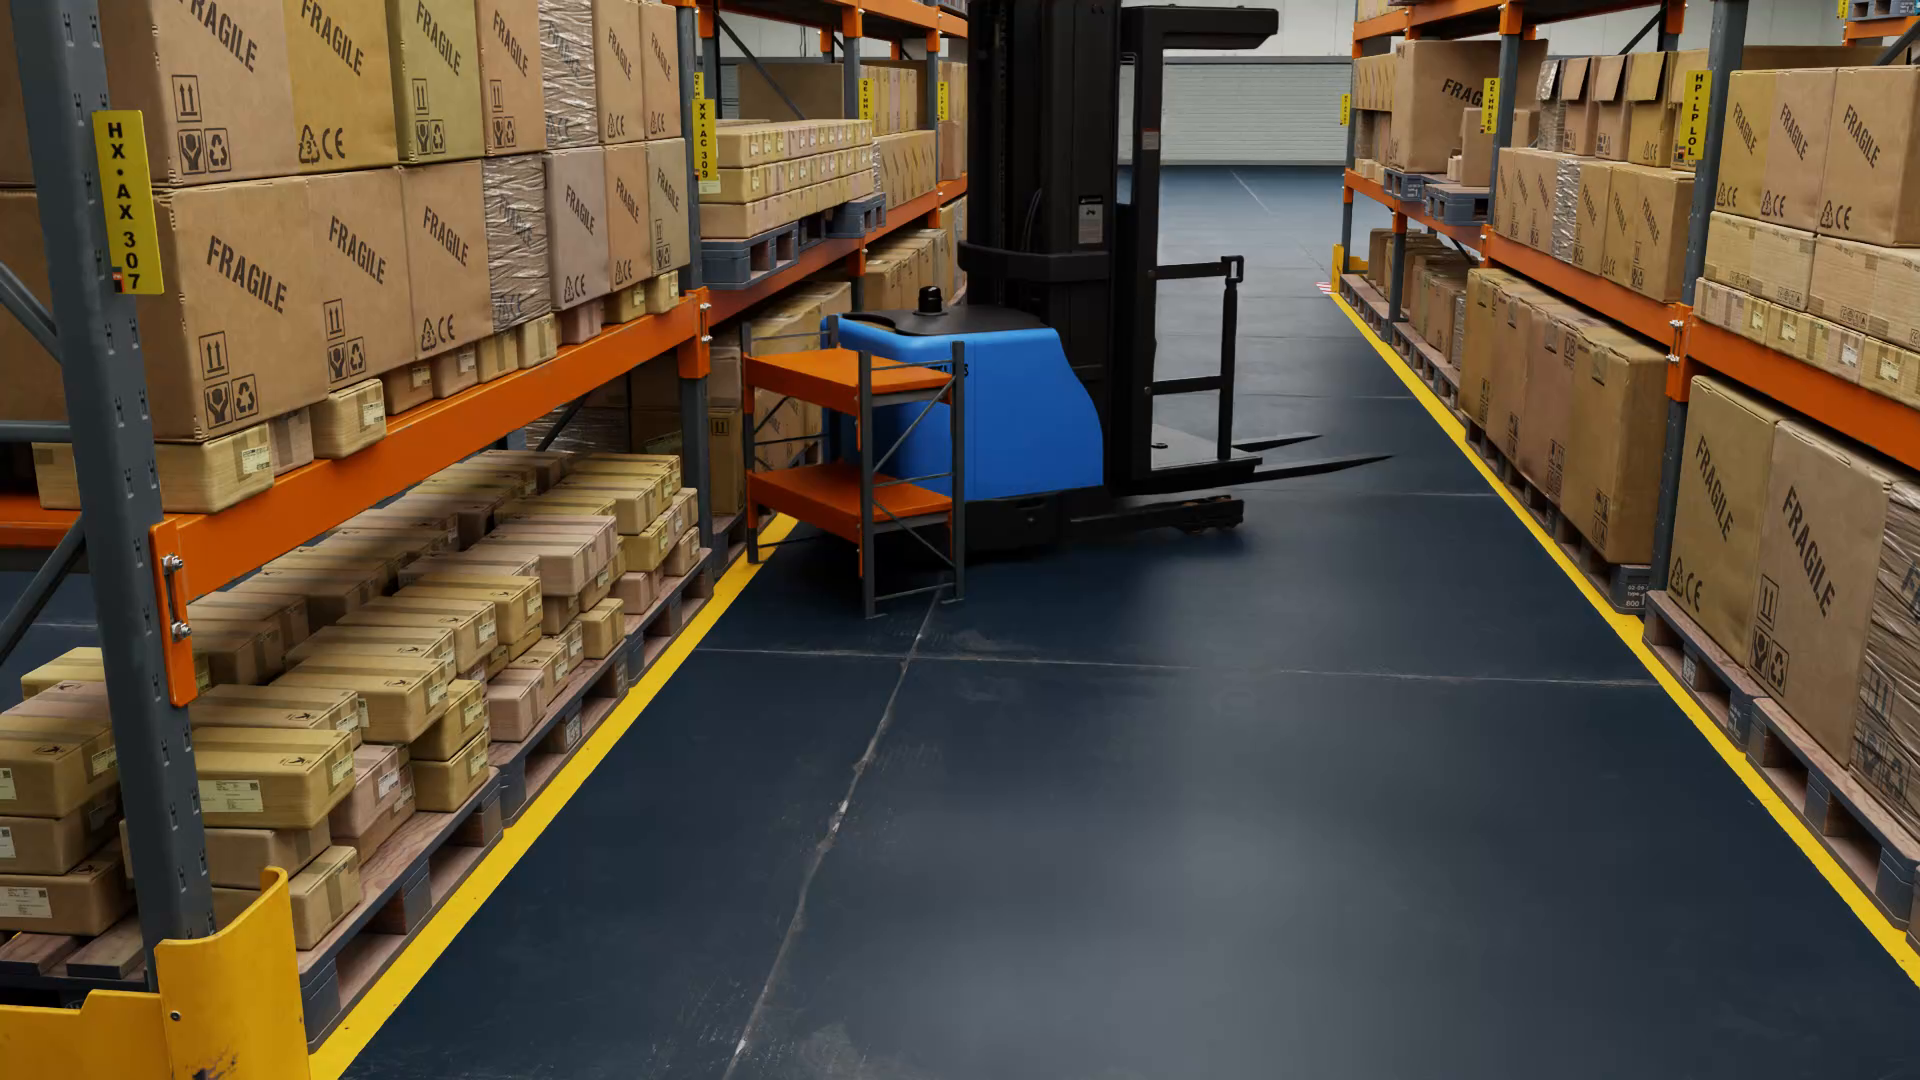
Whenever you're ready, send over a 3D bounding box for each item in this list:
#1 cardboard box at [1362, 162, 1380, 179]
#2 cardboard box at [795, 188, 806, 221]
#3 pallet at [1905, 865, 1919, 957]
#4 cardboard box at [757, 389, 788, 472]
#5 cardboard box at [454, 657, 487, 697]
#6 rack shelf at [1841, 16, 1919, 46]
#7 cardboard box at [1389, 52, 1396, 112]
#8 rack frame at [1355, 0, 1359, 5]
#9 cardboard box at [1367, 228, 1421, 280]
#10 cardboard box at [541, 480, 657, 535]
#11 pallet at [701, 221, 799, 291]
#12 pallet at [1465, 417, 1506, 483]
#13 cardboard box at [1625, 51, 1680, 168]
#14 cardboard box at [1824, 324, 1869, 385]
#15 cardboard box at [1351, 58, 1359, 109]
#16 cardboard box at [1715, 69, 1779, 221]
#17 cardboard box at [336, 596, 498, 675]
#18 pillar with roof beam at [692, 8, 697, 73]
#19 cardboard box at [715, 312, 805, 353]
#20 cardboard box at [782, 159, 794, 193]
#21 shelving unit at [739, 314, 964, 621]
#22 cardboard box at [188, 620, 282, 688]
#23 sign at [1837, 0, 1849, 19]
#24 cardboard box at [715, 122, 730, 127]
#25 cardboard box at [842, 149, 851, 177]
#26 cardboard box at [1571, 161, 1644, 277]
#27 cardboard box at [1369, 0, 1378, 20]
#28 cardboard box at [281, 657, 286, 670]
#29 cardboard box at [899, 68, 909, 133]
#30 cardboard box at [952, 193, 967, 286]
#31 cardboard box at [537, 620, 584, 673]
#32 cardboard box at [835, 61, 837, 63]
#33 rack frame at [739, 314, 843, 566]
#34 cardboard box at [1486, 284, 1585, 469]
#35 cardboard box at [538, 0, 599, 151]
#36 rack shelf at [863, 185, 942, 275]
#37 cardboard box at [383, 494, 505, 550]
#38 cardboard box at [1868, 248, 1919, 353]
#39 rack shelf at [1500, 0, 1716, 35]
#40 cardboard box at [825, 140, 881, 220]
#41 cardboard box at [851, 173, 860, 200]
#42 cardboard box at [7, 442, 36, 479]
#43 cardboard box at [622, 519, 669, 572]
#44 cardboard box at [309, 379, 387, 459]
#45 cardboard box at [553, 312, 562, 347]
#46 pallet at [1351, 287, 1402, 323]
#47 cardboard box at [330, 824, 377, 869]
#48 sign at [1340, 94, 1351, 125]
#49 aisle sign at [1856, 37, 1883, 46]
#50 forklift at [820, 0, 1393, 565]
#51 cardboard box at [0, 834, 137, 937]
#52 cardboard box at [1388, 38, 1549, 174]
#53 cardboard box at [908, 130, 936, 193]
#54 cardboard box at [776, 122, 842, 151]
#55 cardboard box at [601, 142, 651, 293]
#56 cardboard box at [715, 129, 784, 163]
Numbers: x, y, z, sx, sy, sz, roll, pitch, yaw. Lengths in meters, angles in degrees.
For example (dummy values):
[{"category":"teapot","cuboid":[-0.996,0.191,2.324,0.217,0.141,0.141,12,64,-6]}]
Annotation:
[{"category":"cardboard box","cuboid":[4.141,-3.610,16.246,0.380,0.149,0.250,2,15,6]},{"category":"cardboard box","cuboid":[-0.979,-1.682,8.313,0.380,0.149,0.250,1,15,4]},{"category":"pallet","cuboid":[2.883,1.102,3.682,1.003,0.211,1.213,2,15,6]},{"category":"cardboard box","cuboid":[-1.191,-0.561,8.475,0.500,0.500,0.500,2,15,9]},{"category":"cardboard box","cuboid":[-1.634,0.425,4.933,0.380,0.149,0.250,1,15,4]},{"category":"rack shelf","cuboid":[9.371,-4.620,15.134,1.077,0.370,4.000,2,15,6]},{"category":"cardboard box","cuboid":[4.001,-3.946,14.332,0.500,0.500,0.500,2,15,6]},{"category":"rack frame","cuboid":[4.676,-7.080,17.106,1.000,3.000,0.127,2,15,6]},{"category":"cardboard box","cuboid":[4.588,-3.019,17.563,0.500,0.500,0.500,5,16,17]},{"category":"cardboard box","cuboid":[-1.387,-0.126,6.397,0.380,0.149,0.250,2,15,6]},{"category":"pallet","cuboid":[-1.365,-1.345,7.759,1.003,0.211,1.213,2,15,6]},{"category":"pallet","cuboid":[3.609,-0.561,9.832,1.003,0.211,1.213,2,15,6]},{"category":"cardboard box","cuboid":[3.474,-1.948,7.506,0.797,0.503,0.637,2,15,7]},{"category":"cardboard box","cuboid":[2.812,-0.547,4.921,0.380,0.149,0.250,2,15,7]},{"category":"cardboard box","cuboid":[4.343,-4.724,17.209,0.500,0.500,0.500,2,15,6]},{"category":"cardboard box","cuboid":[3.013,-1.388,5.830,0.500,0.500,0.500,2,15,6]},{"category":"cardboard box","cuboid":[-1.596,0.279,4.902,0.380,0.149,0.250,2,15,8]},{"category":"pillar with roof beam","cuboid":[-3.415,-15.017,46.459,9.100,9.000,0.400,2,15,6]},{"category":"cardboard box","cuboid":[-1.130,-1.056,8.870,0.500,0.250,0.500,2,15,8]},{"category":"cardboard box","cuboid":[-1.009,-1.759,8.029,0.380,0.149,0.250,1,15,4]},{"category":"shelving unit","cuboid":[-0.486,-0.356,7.324,0.538,1.125,1.048,-10,18,-34]},{"category":"cardboard box","cuboid":[-2.158,0.335,4.693,0.380,0.149,0.250,1,15,4]},{"category":"sign","cuboid":[9.051,-5.508,17.021,0.100,0.325,0.005,2,15,6]},{"category":"cardboard box","cuboid":[-1.508,-2.264,9.325,0.380,0.149,0.250,2,15,9]},{"category":"cardboard box","cuboid":[-0.832,-2.163,9.520,0.380,0.149,0.250,2,15,6]},{"category":"cardboard box","cuboid":[3.218,-1.513,7.820,0.500,0.500,0.500,2,15,6]},{"category":"cardboard box","cuboid":[4.252,-5.180,16.113,0.500,0.250,0.500,2,15,6]},{"category":"cardboard box","cuboid":[-2.168,0.408,4.992,0.380,0.149,0.250,2,15,7]},{"category":"cardboard box","cuboid":[-0.799,-3.587,13.576,0.700,0.500,0.500,1,15,5]},{"category":"cardboard box","cuboid":[-0.349,-3.127,17.247,0.875,0.875,0.875,1,15,5]},{"category":"cardboard box","cuboid":[-1.514,0.375,5.685,0.380,0.149,0.250,2,15,7]},{"category":"cardboard box","cuboid":[-0.670,-4.153,15.419,0.875,0.550,0.550,2,15,6]},{"category":"rack frame","cuboid":[-0.778,-0.465,7.726,0.500,1.125,0.032,-10,18,-34]},{"category":"cardboard box","cuboid":[3.566,-0.877,8.924,1.225,0.875,0.875,2,15,6]},{"category":"cardboard box","cuboid":[-1.505,-1.522,5.368,0.500,0.500,0.500,2,15,8]},{"category":"rack shelf","cuboid":[-0.918,-2.453,12.865,1.077,0.370,4.000,2,15,6]},{"category":"cardboard box","cuboid":[-1.917,-0.069,6.190,0.380,0.149,0.250,1,15,5]},{"category":"cardboard box","cuboid":[2.831,-0.638,4.492,0.500,0.250,0.500,2,15,6]},{"category":"rack shelf","cuboid":[3.547,-2.691,8.000,1.077,0.370,4.000,2,15,6]},{"category":"cardboard box","cuboid":[-0.825,-2.438,11.241,0.500,0.500,0.500,2,15,7]},{"category":"cardboard box","cuboid":[-0.801,-2.090,9.823,0.380,0.149,0.250,2,15,7]},{"category":"cardboard box","cuboid":[-2.225,-0.242,3.790,0.380,0.149,0.250,2,15,6]},{"category":"cardboard box","cuboid":[-1.346,0.017,6.438,0.380,0.149,0.250,1,15,4]},{"category":"cardboard box","cuboid":[-1.613,-0.295,3.988,0.380,0.149,0.250,1,15,5]},{"category":"cardboard box","cuboid":[-1.542,-0.702,5.494,0.380,0.149,0.250,1,15,5]},{"category":"pallet","cuboid":[4.400,-2.293,16.238,1.003,0.211,1.213,2,15,6]},{"category":"cardboard box","cuboid":[-1.721,0.770,4.225,0.380,0.149,0.250,2,15,6]},{"category":"sign","cuboid":[4.136,-4.618,17.835,0.100,0.325,0.005,2,15,6]},{"category":"aisle sign","cuboid":[9.314,-5.320,17.111,0.394,0.787,0.004,2,15,6]},{"category":"forklift","cuboid":[0.849,-1.551,8.284,3.031,2.935,1.130,-8,17,-26]},{"category":"cardboard box","cuboid":[-2.195,0.824,4.025,0.380,0.149,0.250,2,15,7]},{"category":"cardboard box","cuboid":[3.995,-3.437,13.172,1.000,1.000,1.000,2,15,7]},{"category":"cardboard box","cuboid":[-0.486,-3.224,14.147,0.500,0.500,0.500,2,15,6]},{"category":"cardboard box","cuboid":[-0.863,-2.245,9.254,0.380,0.149,0.250,2,15,6]},{"category":"cardboard box","cuboid":[-1.429,-1.167,5.972,0.500,0.500,0.500,1,15,5]},{"category":"cardboard box","cuboid":[-1.037,-1.840,7.758,0.380,0.149,0.250,2,15,7]}]
